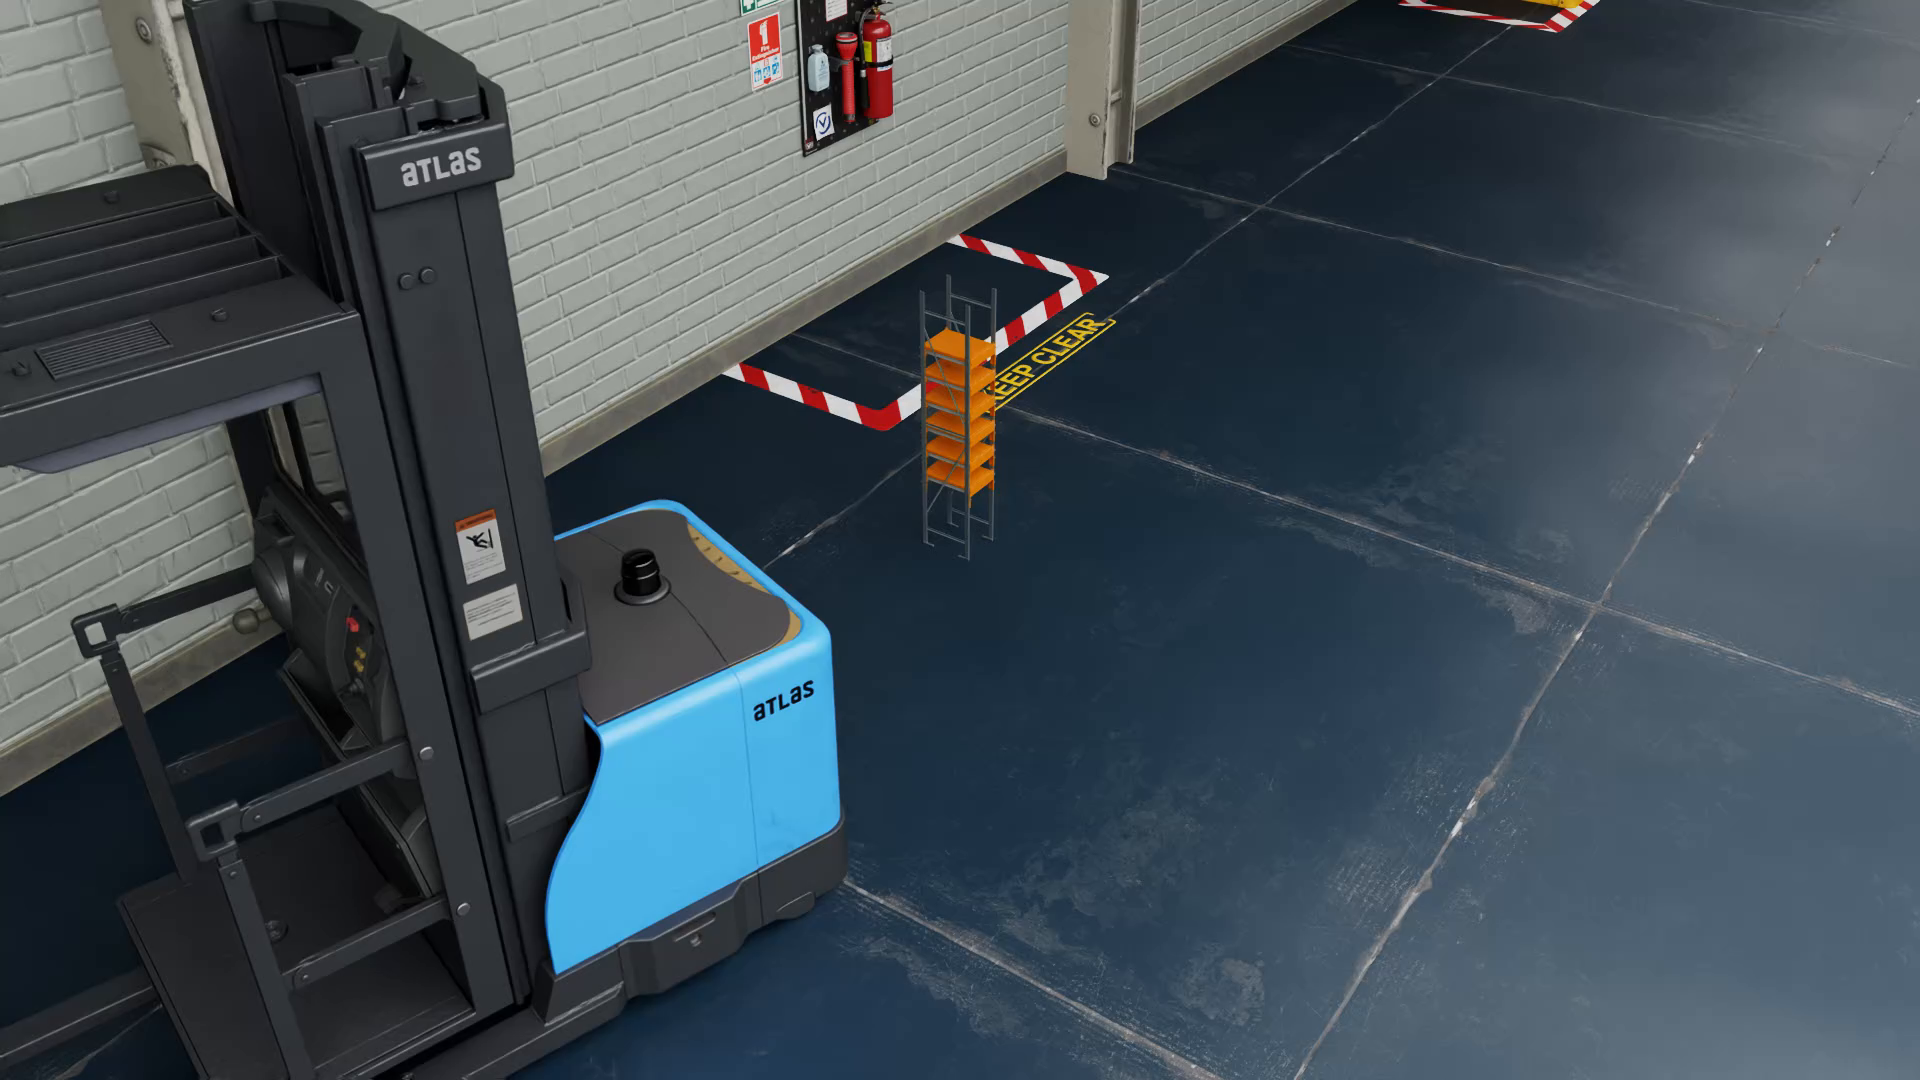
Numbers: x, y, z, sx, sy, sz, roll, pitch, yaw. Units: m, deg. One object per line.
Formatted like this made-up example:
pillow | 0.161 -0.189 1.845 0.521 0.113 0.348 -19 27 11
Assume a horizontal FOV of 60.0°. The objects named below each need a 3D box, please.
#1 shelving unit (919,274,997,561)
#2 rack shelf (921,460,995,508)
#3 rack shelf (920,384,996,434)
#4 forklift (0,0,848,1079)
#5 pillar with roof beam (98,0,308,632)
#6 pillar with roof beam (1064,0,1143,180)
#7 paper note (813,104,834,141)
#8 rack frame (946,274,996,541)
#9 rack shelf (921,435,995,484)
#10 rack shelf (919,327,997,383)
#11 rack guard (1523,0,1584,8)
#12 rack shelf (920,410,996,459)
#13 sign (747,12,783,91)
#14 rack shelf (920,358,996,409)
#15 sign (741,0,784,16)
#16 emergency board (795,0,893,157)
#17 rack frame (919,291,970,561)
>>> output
shelving unit | -0.008 -0.490 6.904 0.258 1.200 0.189 21 39 28
rack shelf | -0.008 -0.255 7.063 0.258 0.103 0.180 21 39 28
rack shelf | -0.008 -0.553 6.862 0.258 0.103 0.180 21 39 28
forklift | -1.845 0.237 4.283 3.031 2.935 1.130 -24 41 -31
pillar with roof beam | 1.017 -2.039 2.233 9.100 9.000 0.400 21 39 28
pillar with roof beam | 4.438 -4.801 6.316 9.100 9.000 0.400 21 39 28
paper note | -0.697 -2.141 8.525 0.016 0.148 0.142 21 39 28
rack frame | 0.044 -0.532 6.966 0.240 1.200 0.006 21 39 28
rack shelf | -0.008 -0.354 6.996 0.258 0.103 0.180 21 39 28
rack shelf | -0.008 -0.752 6.727 0.258 0.103 0.180 21 39 28
rack guard | 4.677 -4.853 13.980 1.175 0.500 0.348 21 39 28
rack shelf | -0.008 -0.454 6.929 0.258 0.103 0.180 21 39 28
sign | -0.939 -2.359 8.028 0.001 0.329 0.234 21 39 28
rack shelf | -0.008 -0.652 6.794 0.258 0.103 0.180 21 39 28
sign | -0.929 -2.577 7.879 0.001 0.109 0.331 21 39 28
emergency board | -0.539 -2.565 8.366 0.194 1.169 0.643 21 39 28
rack frame | -0.060 -0.448 6.842 0.240 1.200 0.006 21 39 28
